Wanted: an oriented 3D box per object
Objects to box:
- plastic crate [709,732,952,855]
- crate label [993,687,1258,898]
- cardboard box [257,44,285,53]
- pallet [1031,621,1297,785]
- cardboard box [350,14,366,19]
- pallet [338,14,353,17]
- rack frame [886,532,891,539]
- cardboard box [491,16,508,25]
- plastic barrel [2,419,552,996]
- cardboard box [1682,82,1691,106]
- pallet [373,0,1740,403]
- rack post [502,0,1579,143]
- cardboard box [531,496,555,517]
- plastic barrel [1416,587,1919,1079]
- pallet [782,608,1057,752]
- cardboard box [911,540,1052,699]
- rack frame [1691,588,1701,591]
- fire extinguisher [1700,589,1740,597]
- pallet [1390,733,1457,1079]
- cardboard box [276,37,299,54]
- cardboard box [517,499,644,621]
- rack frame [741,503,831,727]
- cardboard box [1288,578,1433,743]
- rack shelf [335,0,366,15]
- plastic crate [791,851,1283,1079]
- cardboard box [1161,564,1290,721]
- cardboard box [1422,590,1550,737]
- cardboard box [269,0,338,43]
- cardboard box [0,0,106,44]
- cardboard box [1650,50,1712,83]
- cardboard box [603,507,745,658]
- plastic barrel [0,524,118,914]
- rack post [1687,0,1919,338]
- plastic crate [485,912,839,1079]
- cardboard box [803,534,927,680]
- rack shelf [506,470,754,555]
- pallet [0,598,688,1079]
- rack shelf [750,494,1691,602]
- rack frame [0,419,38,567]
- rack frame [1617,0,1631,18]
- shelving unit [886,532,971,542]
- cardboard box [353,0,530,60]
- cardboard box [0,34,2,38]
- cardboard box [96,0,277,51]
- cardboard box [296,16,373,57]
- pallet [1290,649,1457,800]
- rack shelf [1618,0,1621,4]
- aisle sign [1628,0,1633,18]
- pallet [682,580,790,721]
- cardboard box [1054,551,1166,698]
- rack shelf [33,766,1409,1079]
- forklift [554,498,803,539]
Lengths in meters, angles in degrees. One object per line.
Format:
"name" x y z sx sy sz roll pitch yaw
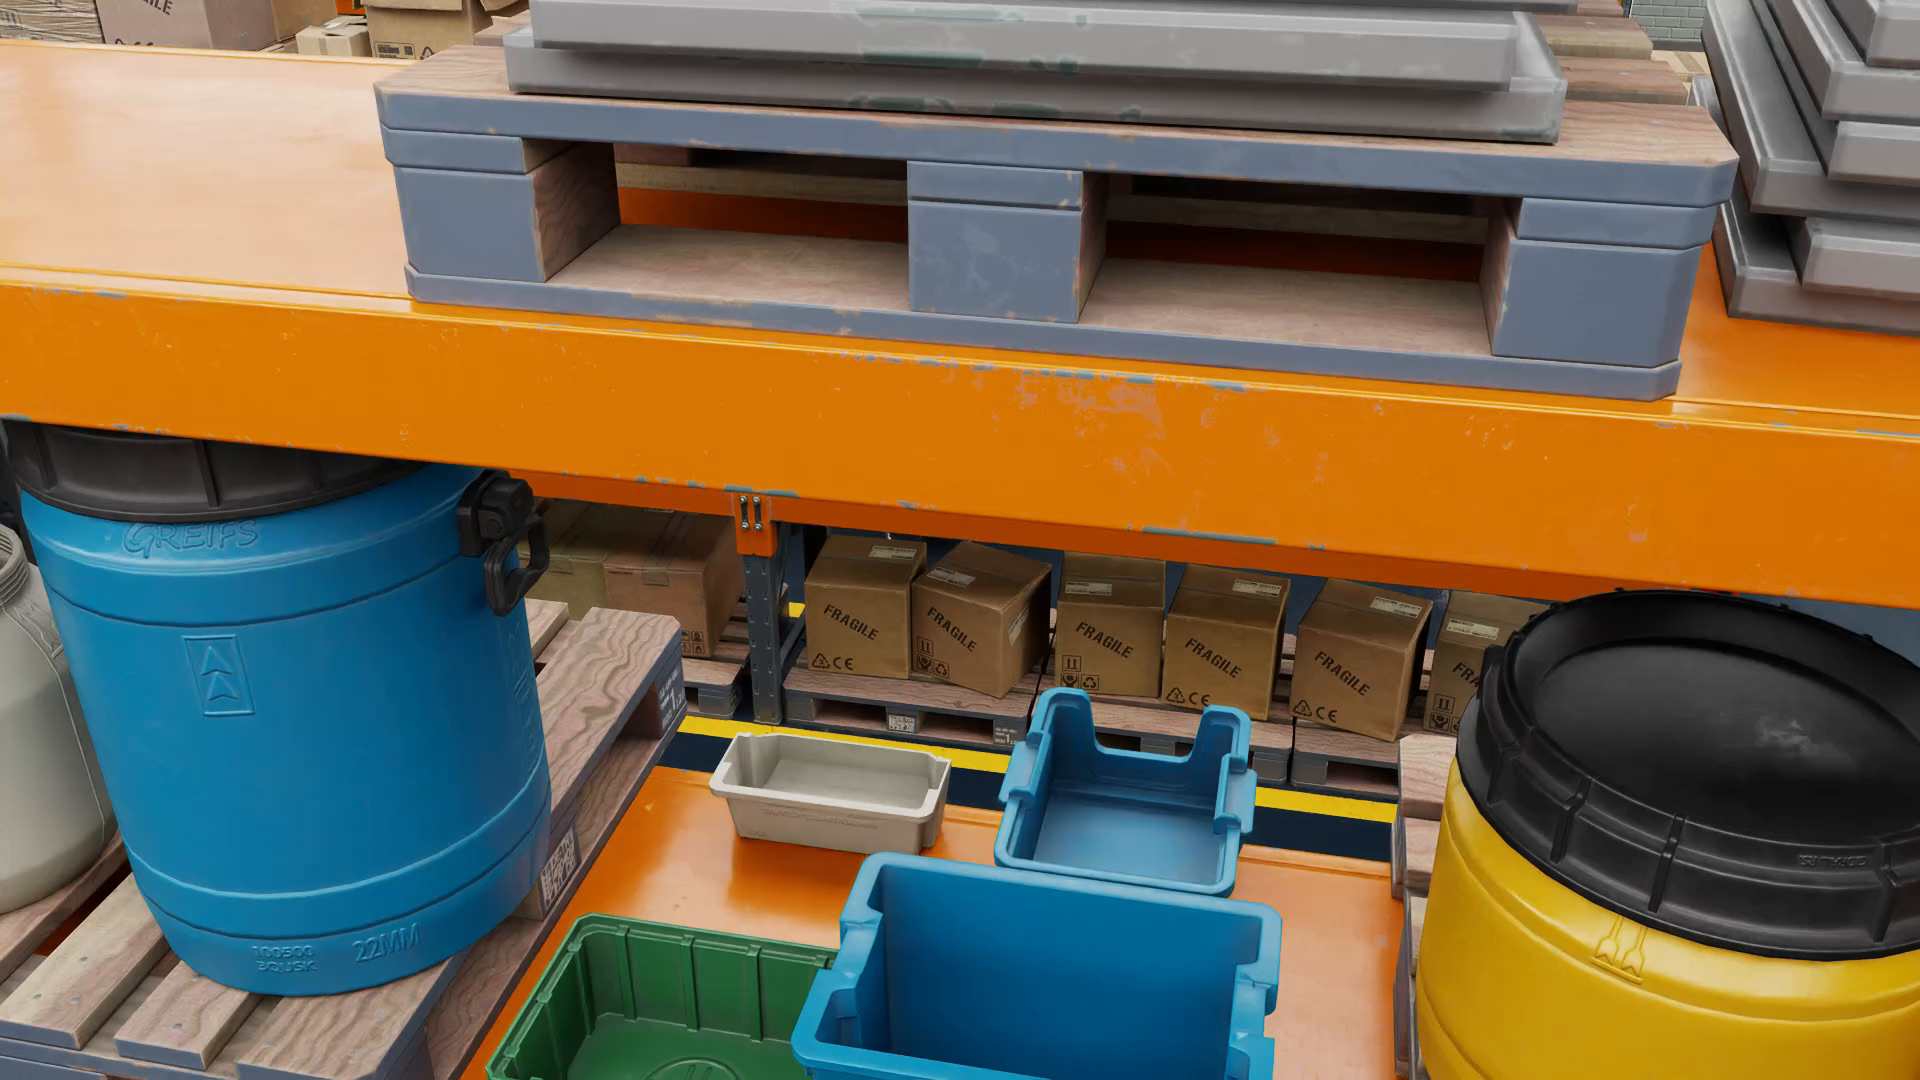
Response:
"plastic crate" -0.219 0.450 2.955 0.396 0.136 0.243 6 29 11
"crate label" 0.277 0.487 2.769 0.408 0.251 0.502 6 29 11
"cardboard box" -3.337 -2.033 7.372 0.500 0.250 0.500 6 29 12
"pallet" 1.022 0.748 8.164 1.213 0.211 1.003 6 29 11
"cardboard box" -5.970 -5.331 18.139 0.875 0.875 0.875 7 29 12
"pallet" -8.618 -7.526 23.277 1.213 0.211 1.003 6 29 11
"rack frame" -0.400 -0.567 9.537 0.015 1.200 0.240 6 29 11
"cardboard box" -1.779 -2.135 7.106 0.258 0.266 0.396 7 29 12
"plastic barrel" -0.922 0.109 2.344 0.708 0.901 0.600 6 29 11
"cardboard box" 2.736 -1.552 6.079 0.250 0.149 0.380 6 29 11
"pallet" 0.136 -0.503 1.912 1.213 0.211 1.003 6 29 11
"rack post" 0.137 -0.698 1.733 0.954 0.300 0.937 5 29 10
"cardboard box" -2.444 0.072 8.640 0.500 0.500 0.700 3 29 6
"plastic barrel" 0.897 0.443 2.060 0.600 0.588 0.600 0 29 0
"pallet" -0.175 0.627 8.385 1.213 0.211 1.003 6 29 11
"cardboard box" 0.106 0.378 8.102 0.500 0.500 0.500 16 32 26
"rack frame" 3.073 -0.246 7.076 0.127 3.000 1.000 6 29 11
"fire extinguisher" 3.089 0.016 6.678 0.183 0.674 0.296 6 29 11
"pallet" 1.250 0.718 2.387 1.213 0.211 1.003 6 29 11
"cardboard box" -3.256 -2.271 7.806 0.500 0.250 0.500 7 29 12
"cardboard box" -1.897 0.128 8.537 0.500 0.500 0.700 6 29 10
"rack frame" -0.839 -0.647 7.808 0.127 3.000 1.000 6 29 11
"cardboard box" 1.874 0.552 7.784 0.500 0.500 0.500 14 32 24
"rack shelf" -4.637 -5.587 17.581 4.000 0.370 1.077 6 29 11
"plastic crate" 0.111 0.722 2.202 0.575 0.384 0.392 6 29 11
"cardboard box" 1.266 0.480 7.915 0.500 0.500 0.500 9 30 15
"cardboard box" 2.466 0.596 7.704 0.500 0.500 0.500 11 31 20
"cardboard box" -3.247 -2.594 7.615 0.500 0.500 0.500 6 29 11
"cardboard box" -3.849 -2.407 7.274 0.500 0.500 0.500 6 29 11
"cardboard box" 2.852 -1.807 6.544 0.250 0.149 0.380 6 29 10
"cardboard box" -1.435 0.185 8.434 0.500 0.500 0.700 4 29 7
"plastic barrel" -1.493 0.265 2.464 0.421 0.512 0.421 0 29 0
"rack post" 1.326 -0.468 1.754 0.954 0.300 0.937 9 30 16
"plastic crate" -0.387 0.742 2.368 0.450 0.188 0.336 6 29 11
"cardboard box" -0.456 0.324 8.200 0.500 0.500 0.500 5 29 9
"rack shelf" -2.795 -0.532 8.347 4.000 0.370 1.077 6 29 11
"pallet" -1.147 0.473 2.836 1.003 0.211 1.213 6 29 11
"rack shelf" 1.117 -0.131 7.615 4.000 0.370 1.077 6 29 11
"rack frame" -1.873 -0.953 2.119 0.127 3.000 1.000 6 29 11
"rack frame" 4.208 -2.565 11.312 0.127 3.000 1.000 6 29 11
"shelving unit" -0.162 -0.543 9.492 0.503 1.200 0.258 6 29 11
"cardboard box" -2.199 -2.380 7.305 0.637 0.503 0.797 7 29 13
"cardboard box" -4.345 -2.459 7.370 0.500 0.500 0.500 6 29 11
"cardboard box" -3.356 -2.359 7.188 0.500 0.500 0.500 5 29 9
"cardboard box" -2.693 -2.186 7.301 0.250 0.166 0.380 5 29 9
"pallet" 2.212 0.871 7.938 1.213 0.211 1.003 6 29 11
"rack shelf" 2.252 -3.766 11.131 4.000 0.370 1.077 6 29 11
"aisle sign" 4.214 -3.557 10.417 0.004 0.787 0.394 6 29 11
"pallet" -1.600 0.499 8.619 1.213 0.211 1.003 6 29 11
"cardboard box" 0.729 0.403 8.055 0.500 0.500 0.500 3 29 6
"rack shelf" 0.083 0.879 2.646 4.000 0.370 1.077 6 29 11
"forklift" -2.260 -1.676 9.758 3.031 2.935 1.130 9 30 15
